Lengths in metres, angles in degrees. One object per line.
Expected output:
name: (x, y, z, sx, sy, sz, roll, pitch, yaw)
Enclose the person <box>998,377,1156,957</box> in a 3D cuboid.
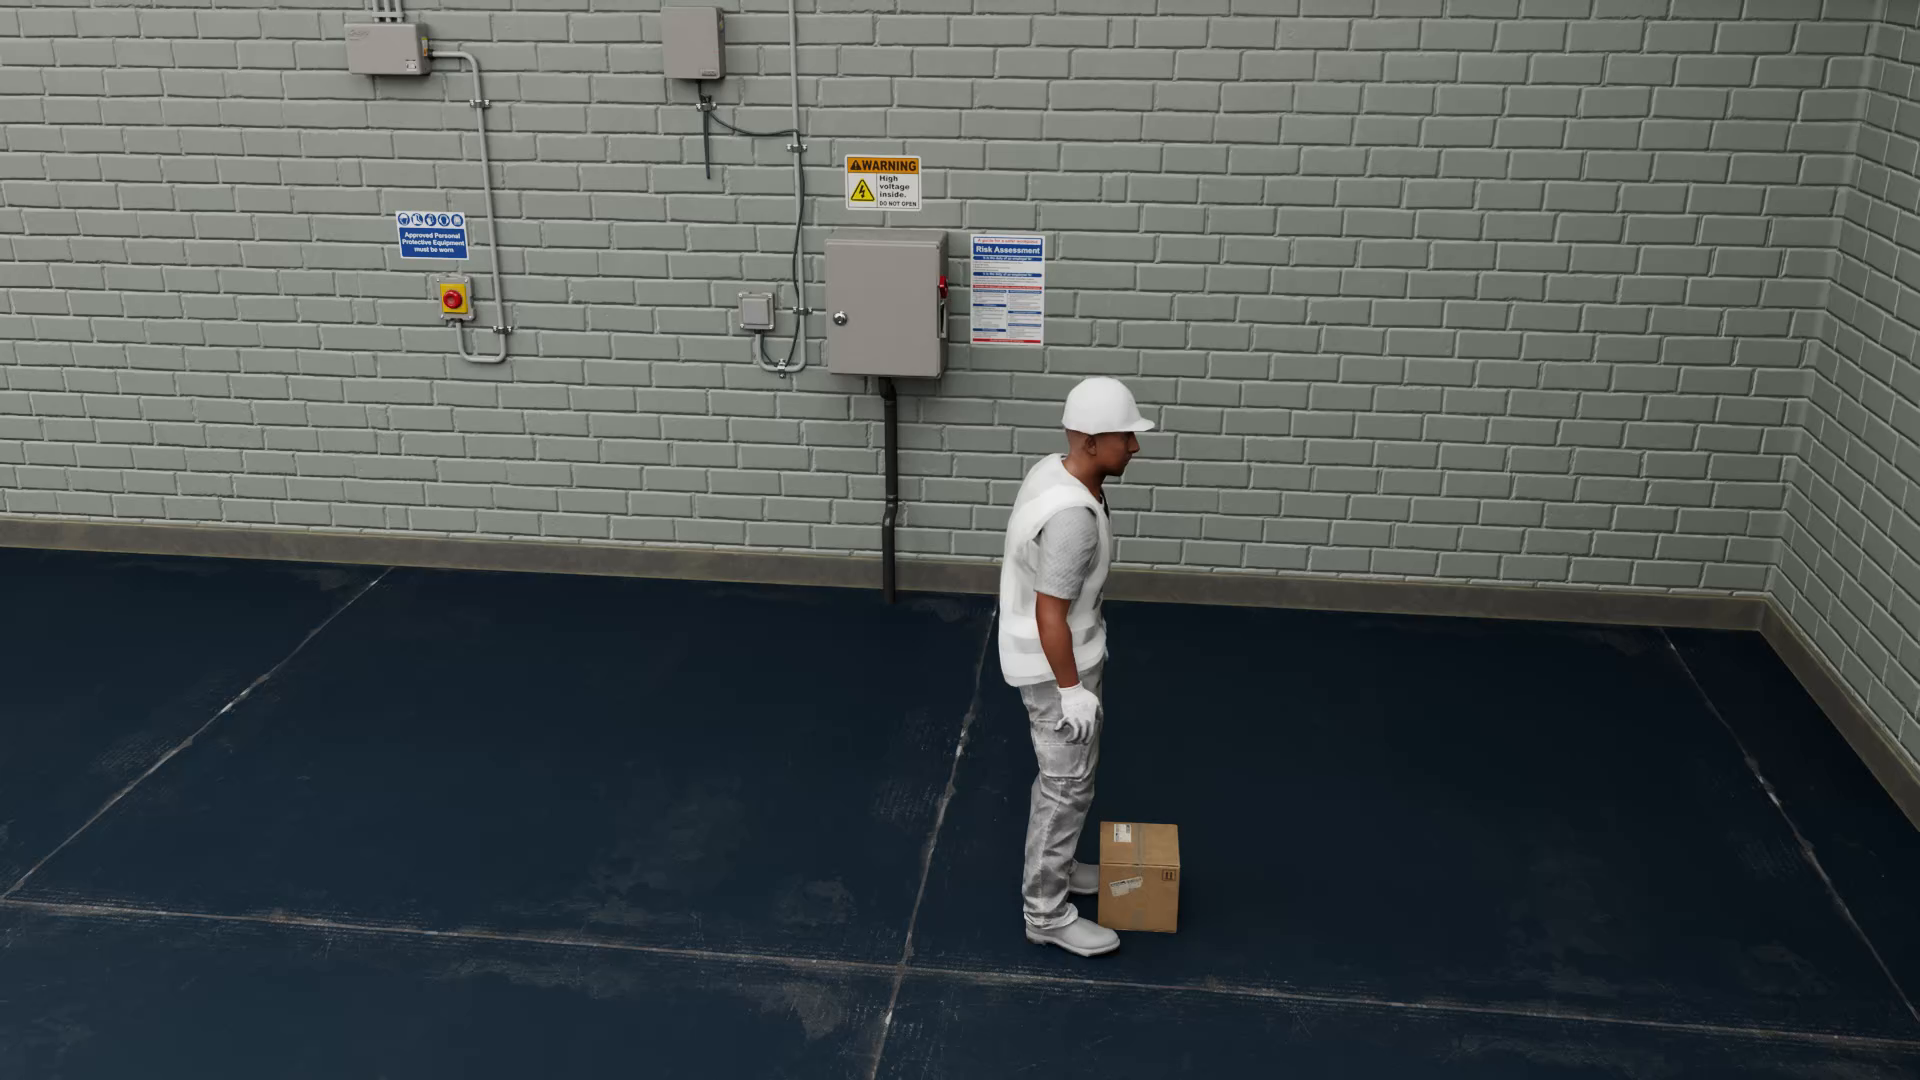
person: (0.343, 0.370, 5.099, 0.446, 1.775, 0.617, 3, 21, 7)
